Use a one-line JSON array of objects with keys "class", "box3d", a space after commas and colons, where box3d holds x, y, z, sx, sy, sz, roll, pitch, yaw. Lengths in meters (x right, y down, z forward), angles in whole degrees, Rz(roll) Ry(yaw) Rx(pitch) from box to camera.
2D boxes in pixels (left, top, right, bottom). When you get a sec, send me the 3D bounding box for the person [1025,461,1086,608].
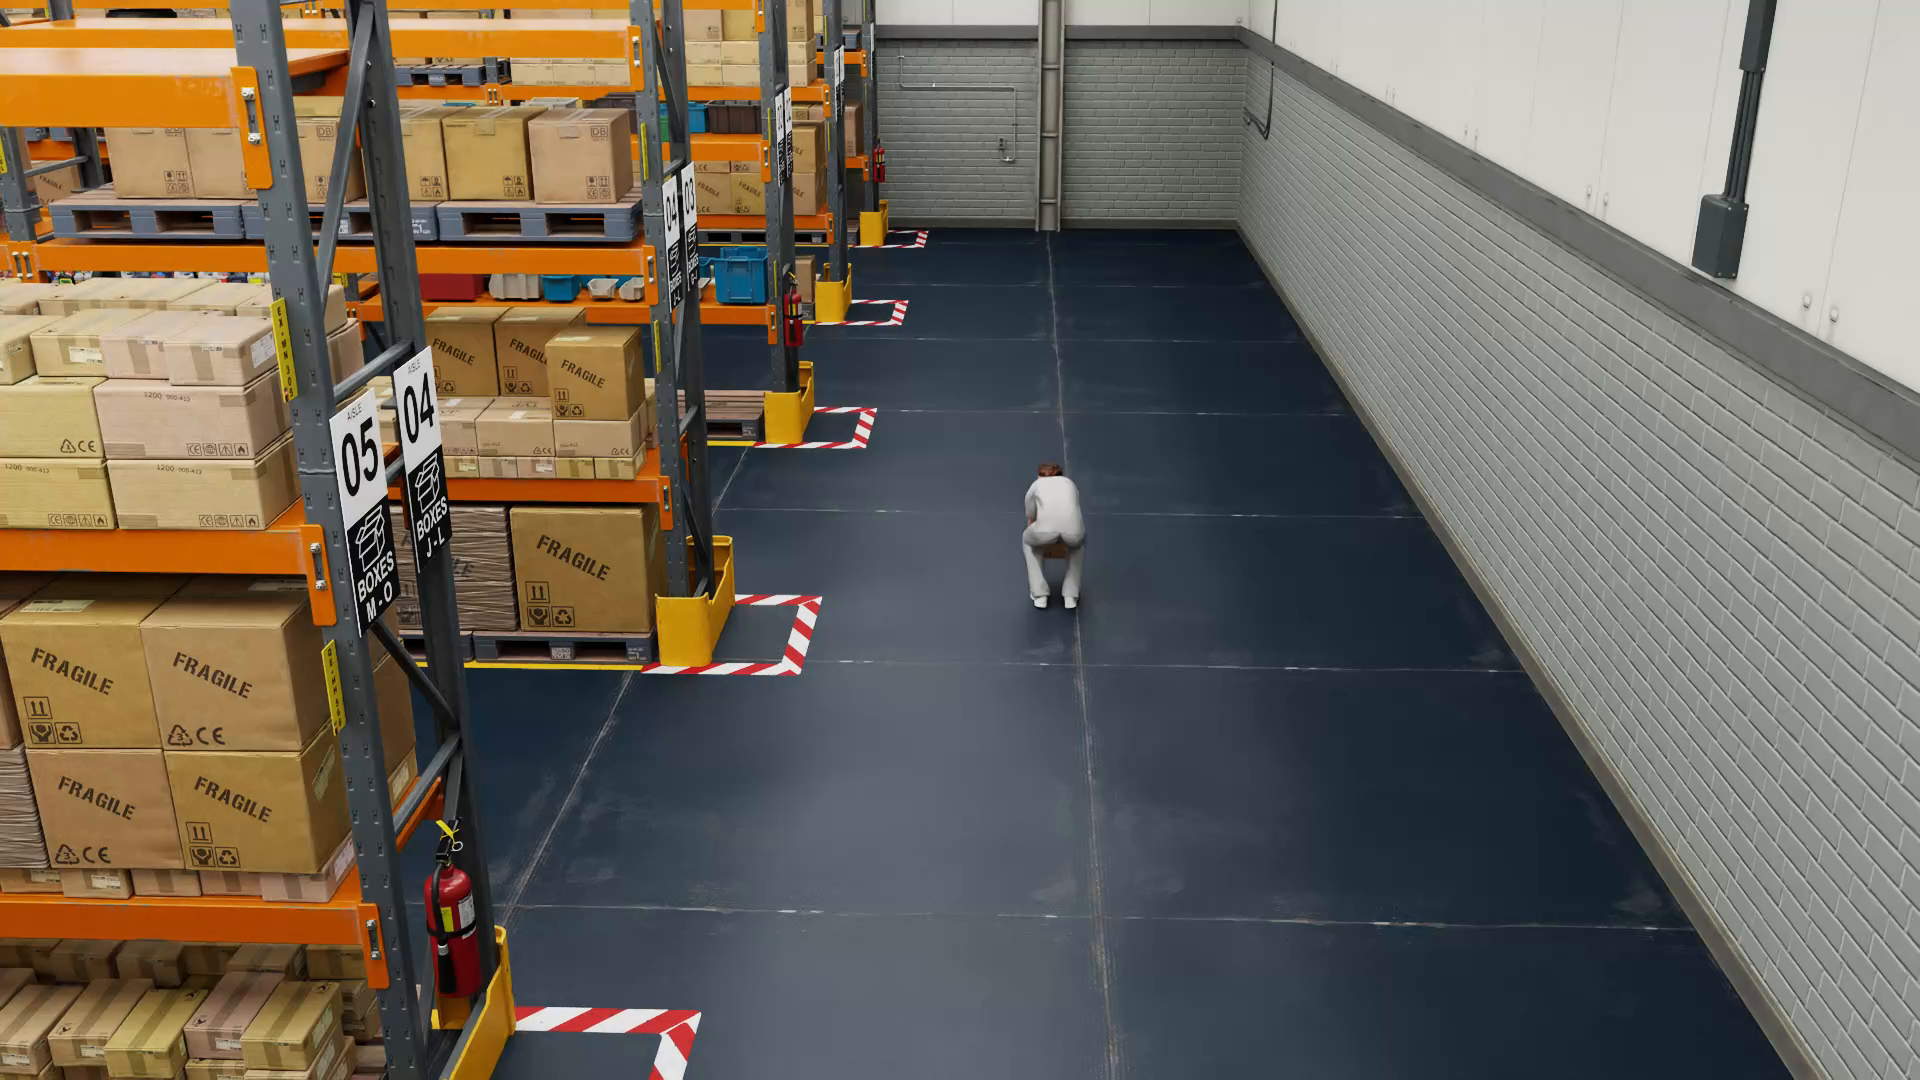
[{"class": "person", "box3d": [0.688, -0.046, 12.216, 0.416, 0.955, 0.857, 0, 21, -1]}]
